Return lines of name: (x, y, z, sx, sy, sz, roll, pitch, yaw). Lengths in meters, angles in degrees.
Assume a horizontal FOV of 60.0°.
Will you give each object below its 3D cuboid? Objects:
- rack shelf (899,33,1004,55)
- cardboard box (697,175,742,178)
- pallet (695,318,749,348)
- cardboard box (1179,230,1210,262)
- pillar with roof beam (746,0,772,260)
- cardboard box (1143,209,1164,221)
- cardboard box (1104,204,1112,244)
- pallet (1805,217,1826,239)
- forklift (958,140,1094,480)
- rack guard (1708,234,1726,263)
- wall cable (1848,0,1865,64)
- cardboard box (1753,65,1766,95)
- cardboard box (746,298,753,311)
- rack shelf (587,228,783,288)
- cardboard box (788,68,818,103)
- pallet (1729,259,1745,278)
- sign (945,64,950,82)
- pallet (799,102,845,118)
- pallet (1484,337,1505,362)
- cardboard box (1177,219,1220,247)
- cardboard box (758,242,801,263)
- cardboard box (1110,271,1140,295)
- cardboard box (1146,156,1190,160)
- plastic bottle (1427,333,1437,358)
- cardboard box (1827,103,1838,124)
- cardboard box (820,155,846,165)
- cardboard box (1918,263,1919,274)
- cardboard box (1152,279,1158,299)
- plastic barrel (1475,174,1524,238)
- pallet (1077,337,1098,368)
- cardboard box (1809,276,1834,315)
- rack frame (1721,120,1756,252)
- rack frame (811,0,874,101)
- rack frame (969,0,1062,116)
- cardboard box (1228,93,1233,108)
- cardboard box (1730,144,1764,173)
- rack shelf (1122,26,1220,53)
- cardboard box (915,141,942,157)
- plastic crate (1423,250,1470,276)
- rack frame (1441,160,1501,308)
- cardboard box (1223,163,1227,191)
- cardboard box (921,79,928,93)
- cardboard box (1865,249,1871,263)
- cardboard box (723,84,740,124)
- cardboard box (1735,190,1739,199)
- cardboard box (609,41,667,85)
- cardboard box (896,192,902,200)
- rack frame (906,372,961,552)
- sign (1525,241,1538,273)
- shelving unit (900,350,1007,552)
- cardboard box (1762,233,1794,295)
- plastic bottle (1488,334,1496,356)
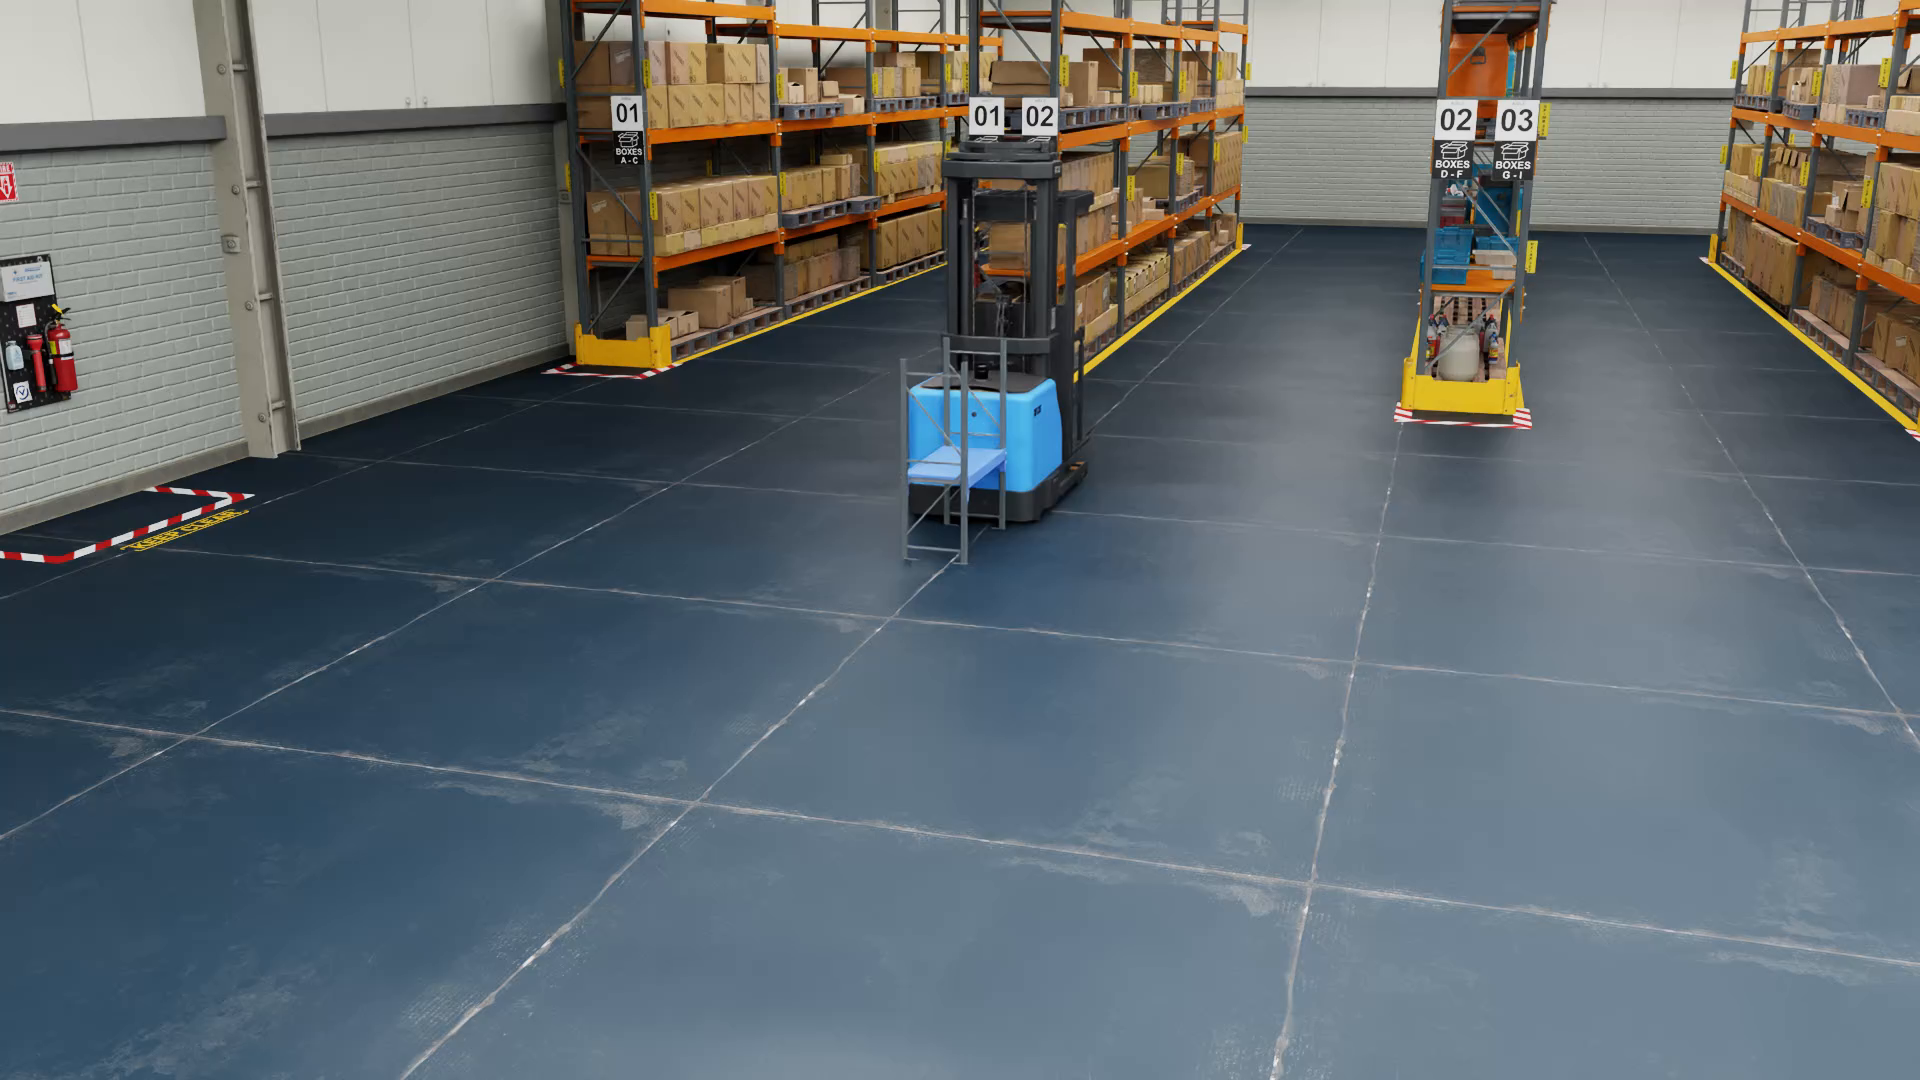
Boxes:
rack shelf: (-0.179, -9.599, 32.231, 1.077, 0.370, 4.000, 5, 16, 16)
cardboard box: (-3.354, -4.826, 23.212, 0.500, 0.500, 0.500, 4, 16, 15)
pallet: (-3.522, -2.795, 22.296, 1.003, 0.211, 1.213, 5, 16, 16)
cardboard box: (4.138, -5.202, 29.449, 0.500, 0.500, 0.500, 5, 16, 16)
pillar with roof beam: (1.045, -7.961, 24.405, 9.100, 9.000, 0.400, 5, 16, 16)
cardboard box: (2.876, -4.921, 25.141, 0.380, 0.149, 0.250, 5, 16, 16)
cardboard box: (1.610, -4.183, 21.898, 0.700, 0.500, 0.500, 4, 16, 14)
pallet: (12.263, -4.242, 22.640, 1.213, 0.211, 1.003, 5, 16, 16)
forklift: (0.505, -1.914, 14.206, 1.121, 2.935, 3.031, 5, 17, 17)
rack guard: (14.644, -5.426, 31.042, 1.175, 0.500, 0.348, 5, 16, 16)
wall cable: (19.549, -12.268, 33.695, 2.277, 5.999, 0.120, 5, 16, 16)
cardboard box: (14.165, -7.946, 28.715, 0.700, 0.500, 0.500, 3, 16, 12)
cardboard box: (-3.144, -3.341, 23.498, 0.380, 0.166, 0.250, 2, 16, 9)
rack shelf: (-3.589, -3.766, 21.927, 1.077, 0.370, 4.000, 5, 16, 16)
cardboard box: (-2.438, -6.788, 24.813, 0.500, 0.500, 0.500, 4, 16, 14)
pallet: (14.136, -4.747, 29.179, 1.003, 0.211, 1.213, 5, 16, 16)
sign: (-0.224, -8.532, 30.390, 0.100, 0.325, 0.005, 5, 16, 16)
pallet: (-2.451, -6.412, 24.787, 1.213, 0.211, 1.003, 5, 16, 16)
pallet: (6.247, -2.353, 20.737, 1.003, 0.211, 1.213, 5, 16, 16)
cardboard box: (4.532, -5.847, 31.716, 0.797, 0.503, 0.637, 5, 16, 16)
cardboard box: (-2.705, -4.314, 24.943, 0.500, 0.250, 0.500, 4, 16, 15)
cardboard box: (2.234, -3.620, 23.337, 0.500, 0.311, 0.500, 4, 16, 15)
cardboard box: (3.654, -6.488, 29.255, 0.700, 0.500, 0.500, -1, 16, -3)
plastic bottle: (5.541, -2.300, 19.626, 0.152, 0.276, 0.135, 5, 17, 16)
cardboard box: (11.840, -5.662, 22.074, 0.500, 0.250, 0.500, 5, 17, 17)
cardboard box: (-2.030, -6.075, 26.573, 0.380, 0.149, 0.250, 2, 16, 7)
cardboard box: (10.300, -2.909, 16.861, 0.875, 0.500, 0.500, 5, 16, 16)
cardboard box: (2.662, -3.754, 24.838, 0.500, 0.250, 0.500, 5, 17, 17)
plastic barrel: (6.878, -4.185, 21.170, 0.600, 0.901, 0.708, 5, 16, 16)
pallet: (1.119, -2.385, 20.852, 1.003, 0.211, 1.213, 5, 16, 16)
cardboard box: (12.192, -3.361, 22.958, 0.700, 0.500, 0.500, 4, 16, 13)
rack frame: (14.640, -6.622, 30.678, 0.949, 2.616, 0.053, 5, 16, 16)
rack frame: (-1.884, -8.568, 26.544, 1.000, 3.000, 0.127, 5, 16, 16)
rack frame: (0.593, -6.091, 17.814, 1.000, 3.000, 0.127, 5, 16, 16)
cardboard box: (4.807, -8.216, 31.076, 0.500, 0.250, 0.500, 5, 16, 16)
cardboard box: (14.100, -6.818, 29.727, 0.500, 0.500, 0.500, 4, 16, 15)
rack shelf: (3.435, -8.169, 27.191, 1.077, 0.370, 4.000, 5, 16, 16)
cardboard box: (-0.635, -7.147, 30.392, 0.500, 0.250, 0.500, 5, 17, 17)
plastic crate: (5.387, -3.072, 18.436, 0.499, 0.251, 0.408, 5, 16, 16)
rack frame: (7.615, -4.913, 24.654, 1.000, 3.000, 0.127, 5, 16, 16)
cardboard box: (4.696, -6.770, 31.017, 0.500, 0.500, 0.500, 5, 16, 16)
cardboard box: (-0.777, -8.546, 31.288, 0.500, 0.250, 0.500, 5, 17, 16)
cardboard box: (10.877, -3.329, 19.529, 0.380, 0.149, 0.250, 5, 16, 16)
cardboard box: (-3.204, -5.705, 21.730, 0.500, 0.500, 0.500, 4, 16, 14)
cardboard box: (13.784, -6.031, 29.057, 0.380, 0.149, 0.250, 4, 16, 14)
cardboard box: (-3.815, -5.652, 19.711, 0.500, 0.500, 0.500, 3, 16, 12)
cardboard box: (-1.229, -5.977, 28.829, 0.380, 0.149, 0.250, 5, 17, 17)
rack frame: (-0.186, -0.556, 12.040, 0.475, 1.308, 0.013, 5, 17, 17)
sign: (5.868, -2.910, 17.083, 0.100, 0.325, 0.005, 5, 16, 16)
shelving unit: (-0.037, -0.688, 12.508, 0.538, 1.308, 1.030, 5, 17, 17)
cardboard box: (12.840, -4.120, 24.984, 1.225, 0.875, 0.875, 5, 16, 16)
plastic bottle: (6.281, -2.285, 19.583, 0.097, 0.271, 0.097, 0, 16, 0)
